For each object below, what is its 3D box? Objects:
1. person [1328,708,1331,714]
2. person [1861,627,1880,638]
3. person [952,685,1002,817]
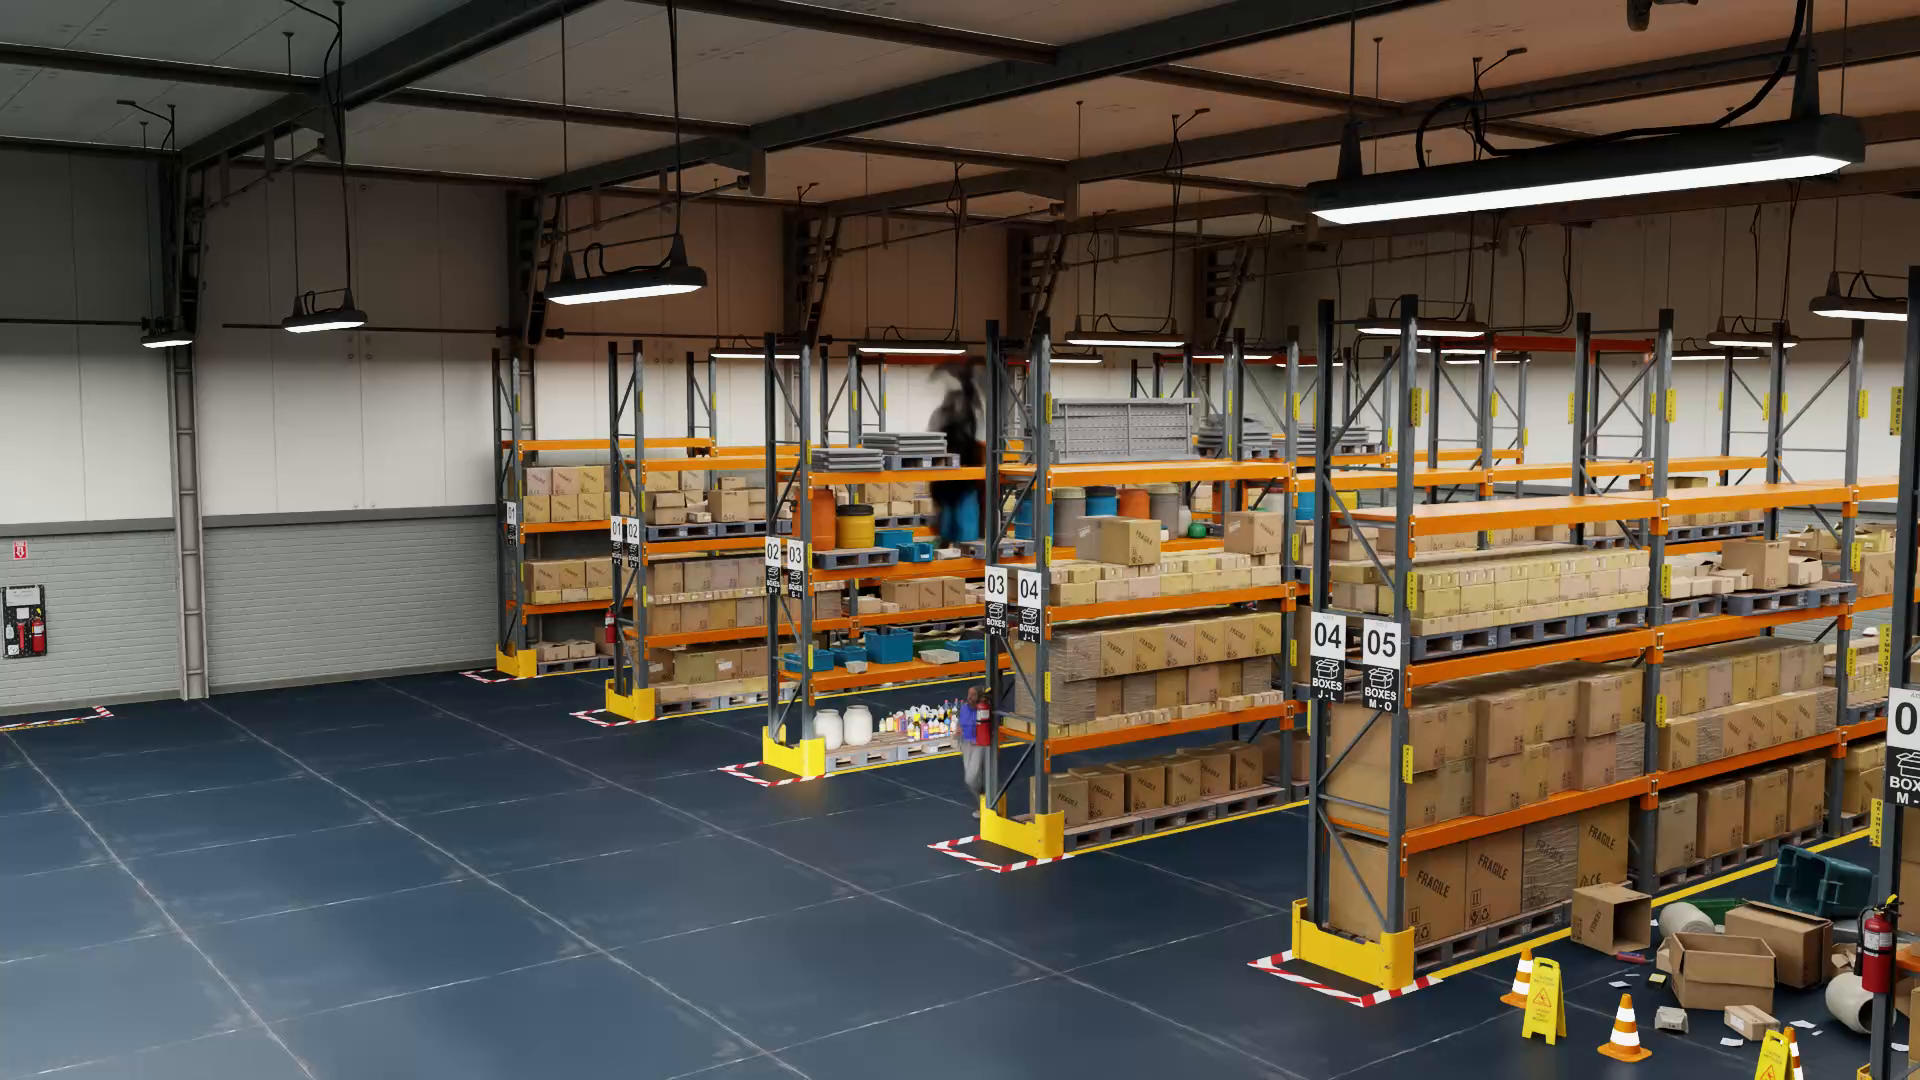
[{"bbox_3d":[5.715,2.049,26.262,0.520,1.482,0.532,4,7,41],"label":"person"},{"bbox_3d":[13.455,2.149,24.601,0.653,1.734,0.671,-4,6,-36],"label":"person"},{"bbox_3d":[0.149,2.579,20.241,0.559,1.624,0.564,4,6,38],"label":"person"}]
